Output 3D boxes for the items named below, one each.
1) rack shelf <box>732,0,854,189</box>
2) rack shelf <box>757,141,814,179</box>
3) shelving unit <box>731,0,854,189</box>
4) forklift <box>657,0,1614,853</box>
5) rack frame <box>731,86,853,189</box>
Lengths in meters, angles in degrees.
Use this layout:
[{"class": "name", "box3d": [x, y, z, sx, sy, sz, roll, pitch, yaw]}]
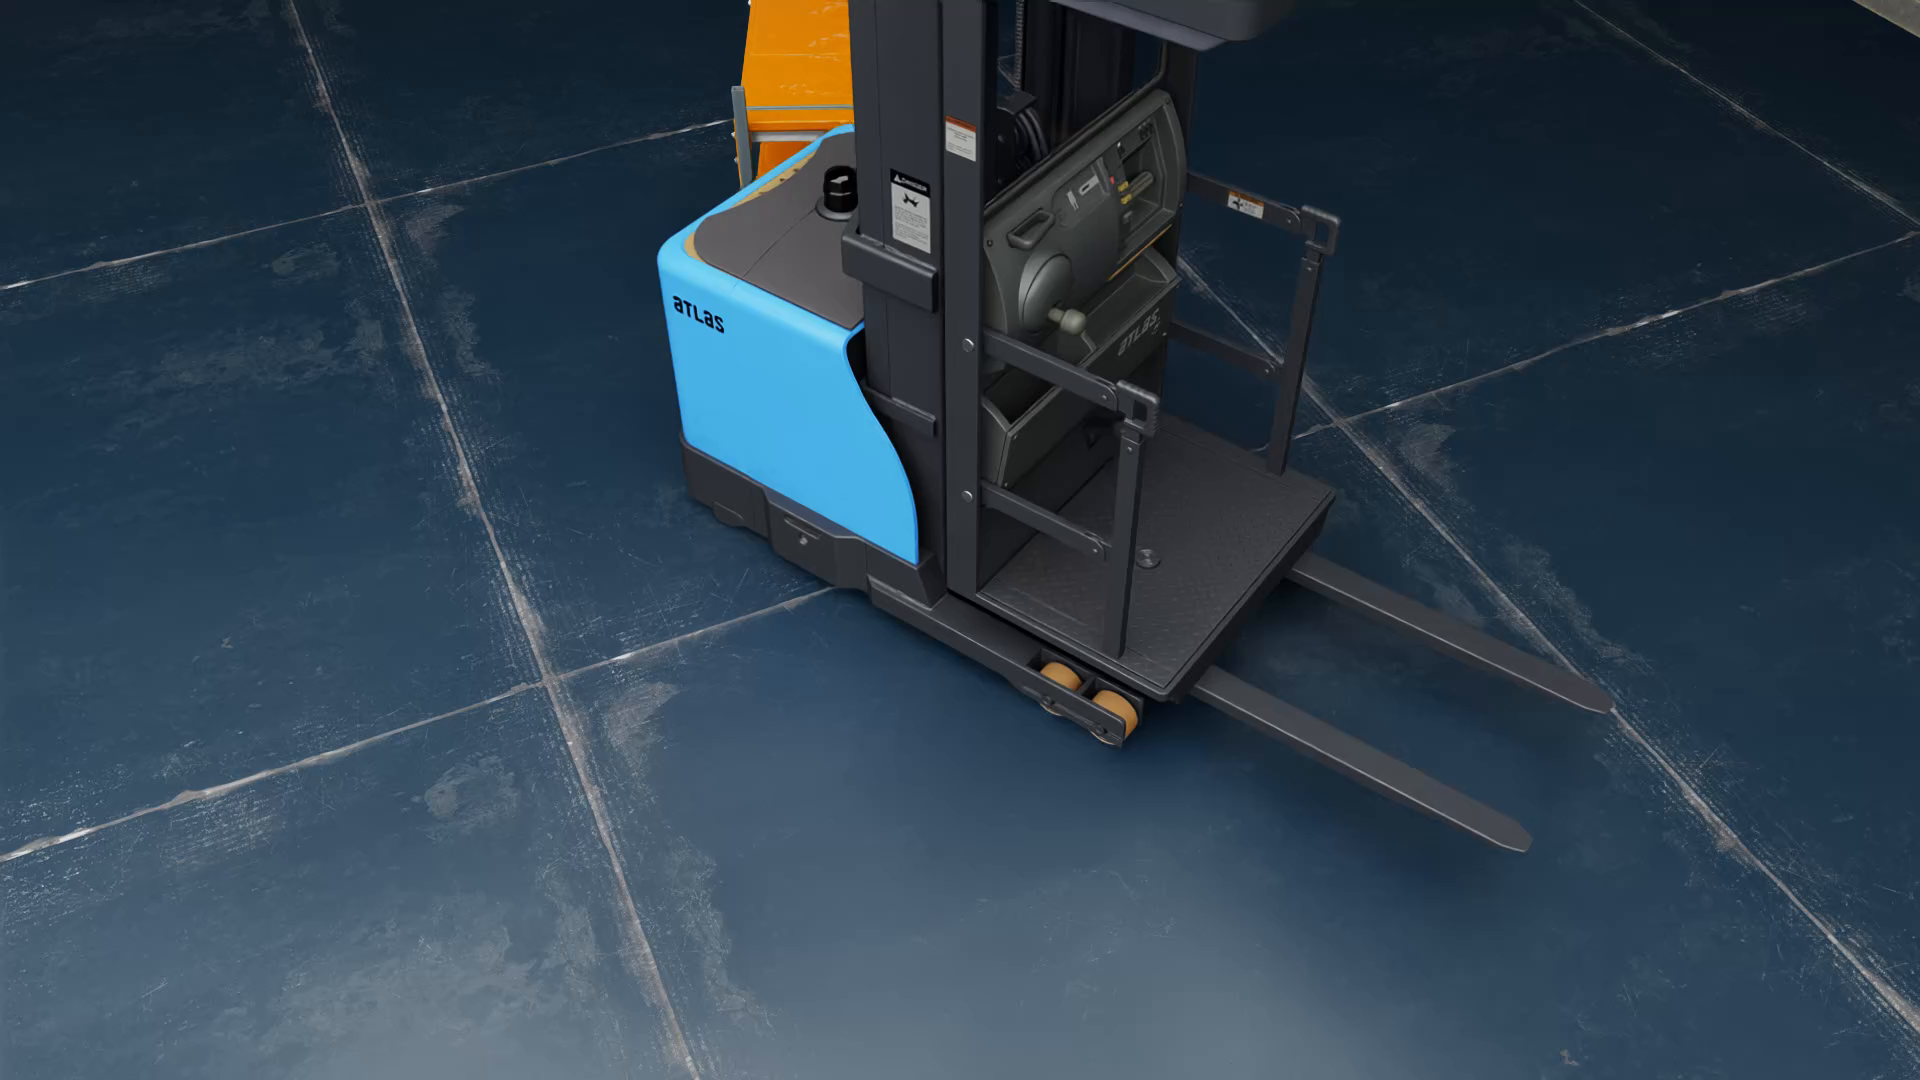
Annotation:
[{"class": "rack shelf", "box3d": [-0.552, -1.725, 6.281, 0.538, 0.278, 1.000, -1, 45, -1]}, {"class": "rack shelf", "box3d": [-0.552, -1.343, 6.658, 0.538, 0.278, 1.000, -1, 45, -1]}, {"class": "shelving unit", "box3d": [-0.552, -1.517, 6.486, 0.538, 1.125, 1.048, -1, 45, -1]}, {"class": "forklift", "box3d": [0.529, -0.844, 4.518, 3.031, 2.935, 1.130, 27, 51, 25]}, {"class": "rack frame", "box3d": [-0.536, -1.160, 6.125, 0.500, 1.125, 0.032, -1, 45, -1]}]
